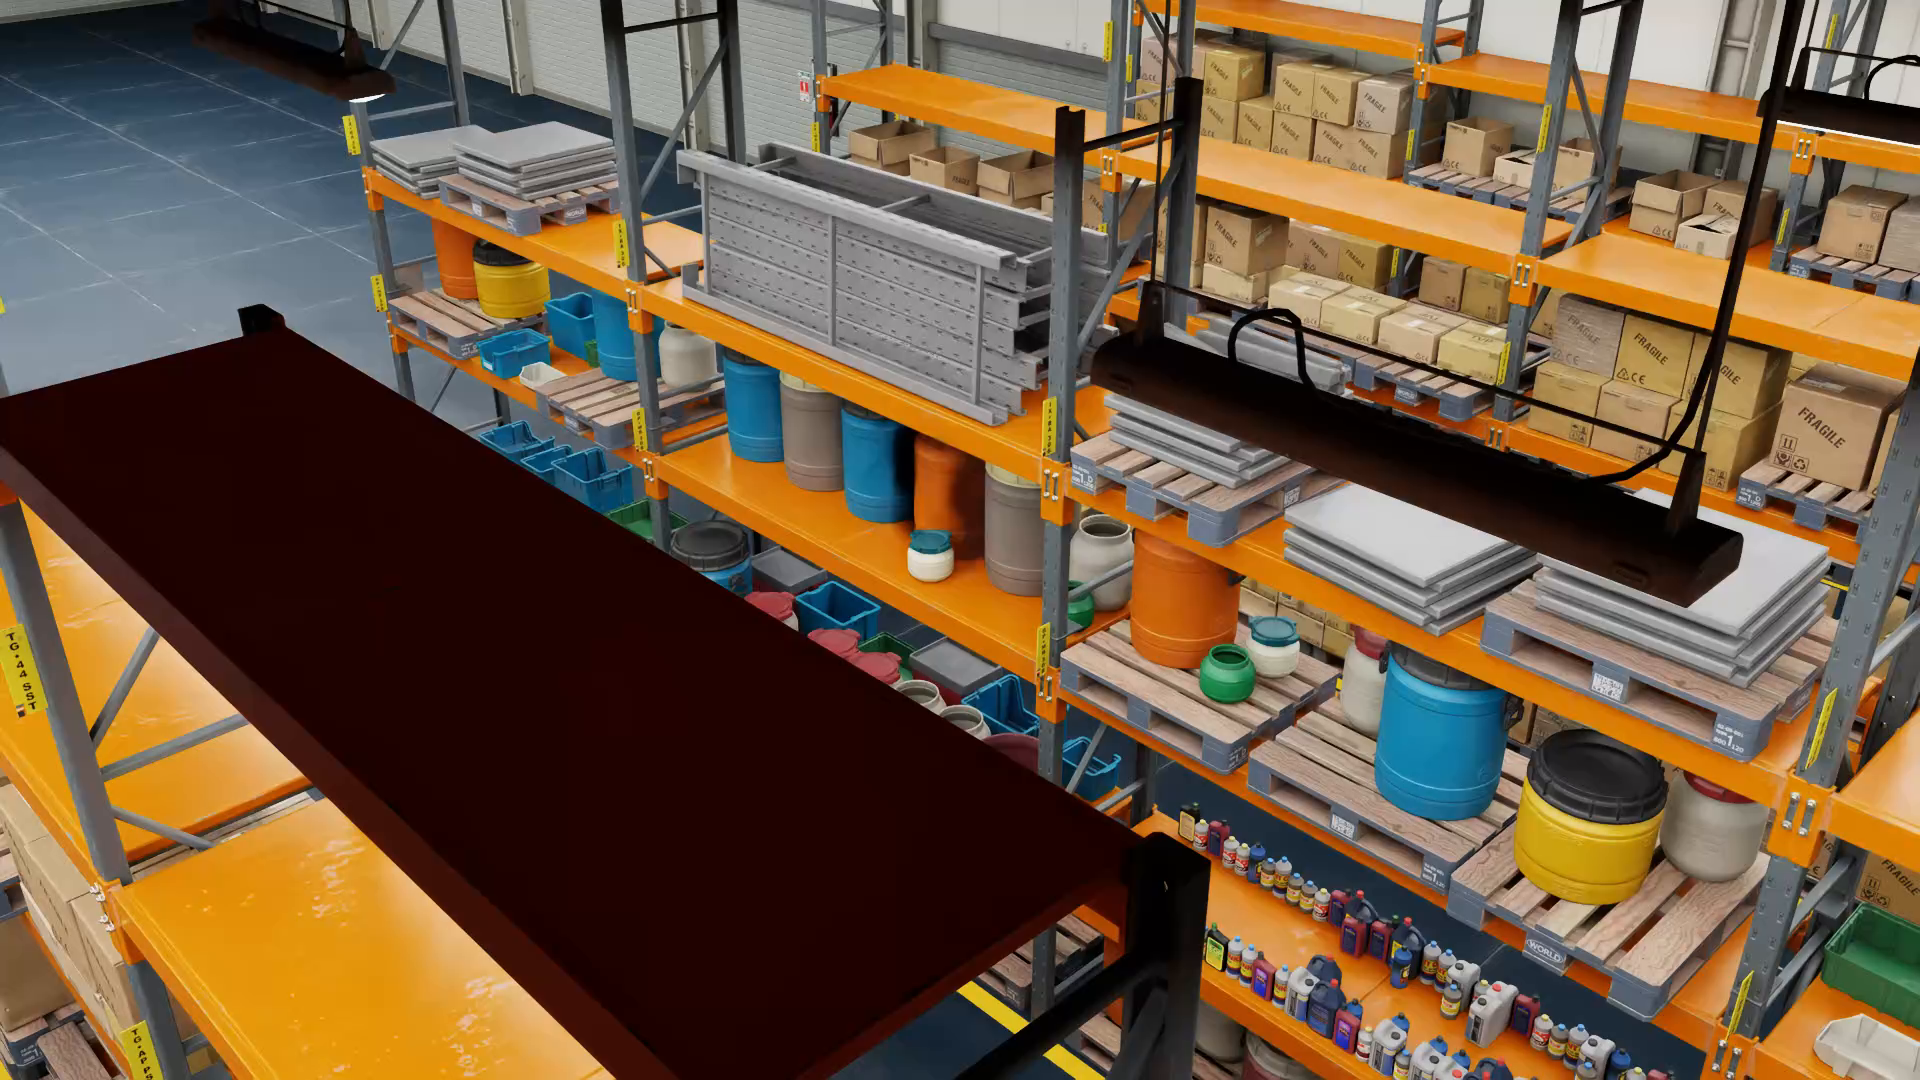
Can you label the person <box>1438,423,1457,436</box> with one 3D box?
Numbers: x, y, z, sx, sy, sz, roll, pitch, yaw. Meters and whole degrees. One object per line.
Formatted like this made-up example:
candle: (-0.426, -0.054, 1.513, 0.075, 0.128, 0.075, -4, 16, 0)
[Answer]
person: (4.503, -0.407, 15.732, 0.487, 1.782, 0.586, -5, 29, -10)
